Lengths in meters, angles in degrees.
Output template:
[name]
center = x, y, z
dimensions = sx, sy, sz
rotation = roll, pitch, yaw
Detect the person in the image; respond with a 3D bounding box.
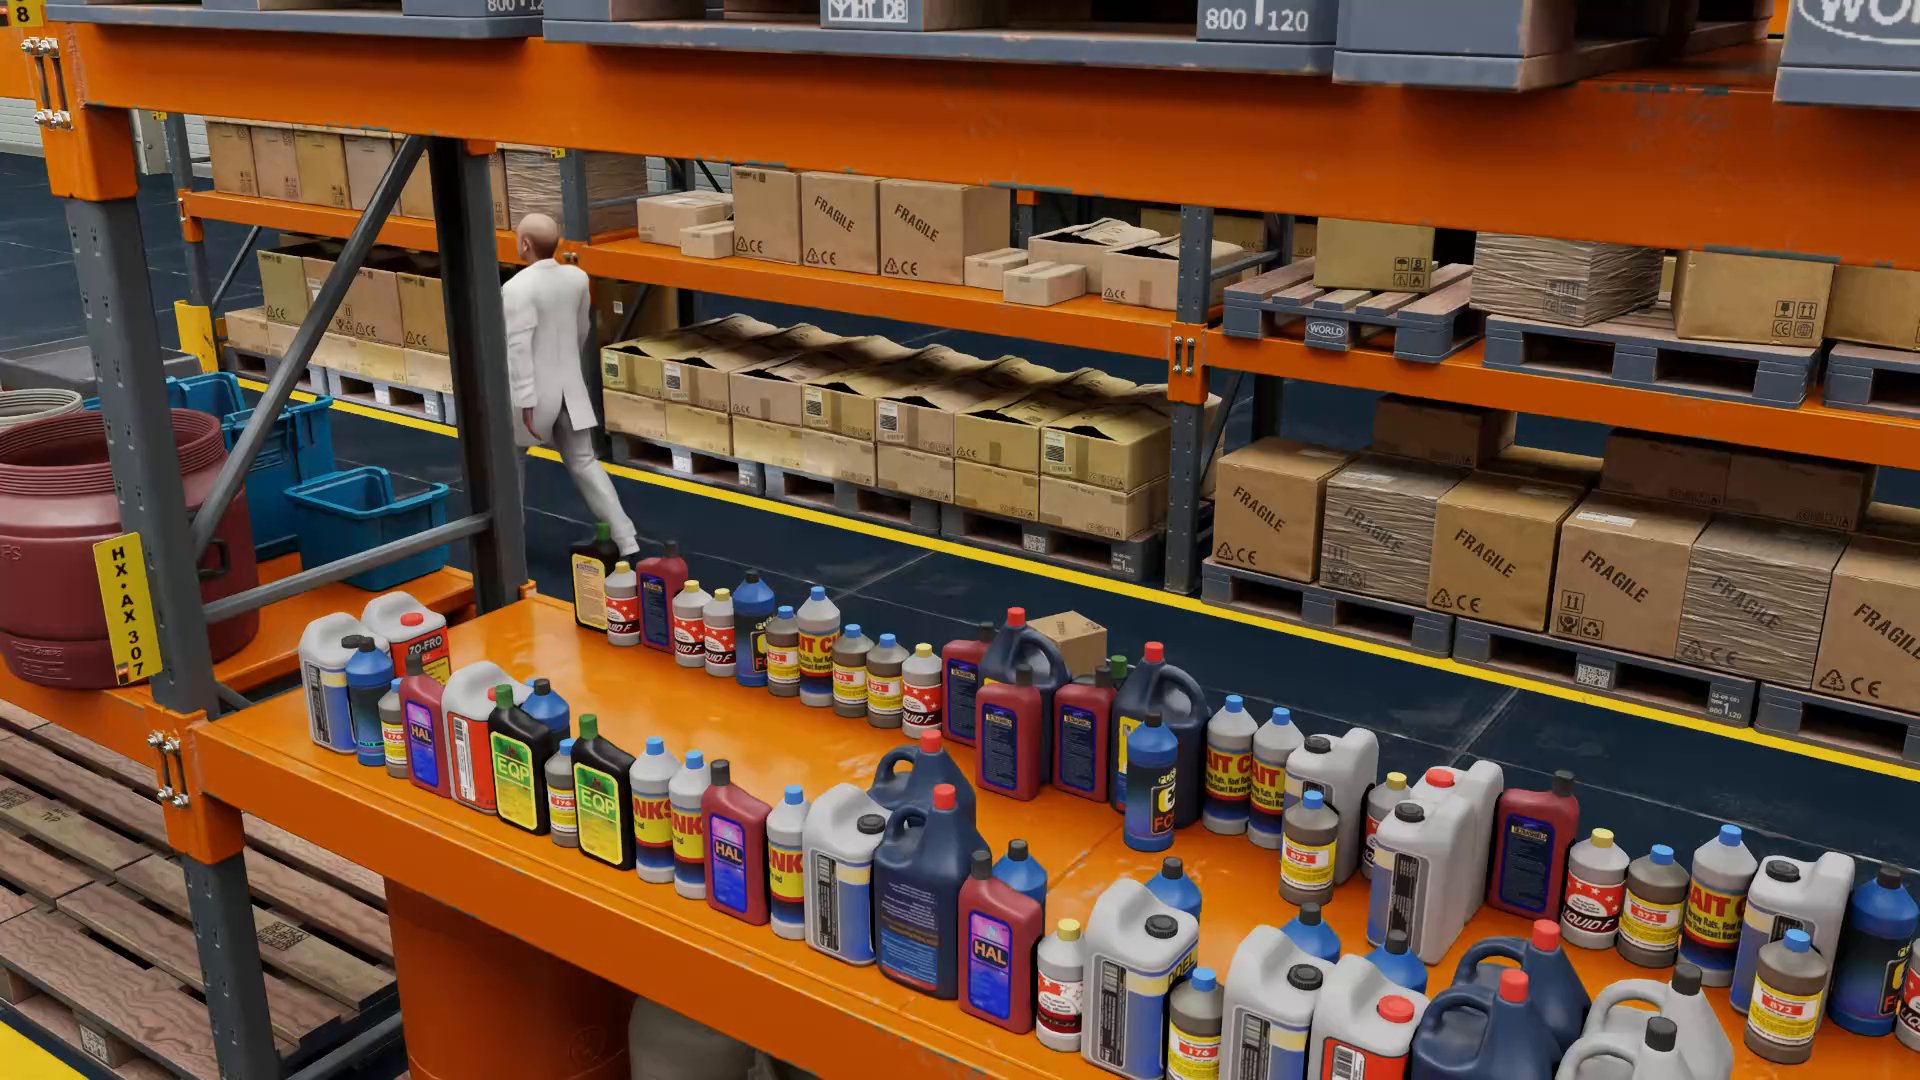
[person]
center = -2.060, -0.751, 8.213
dimensions = 1.102, 1.731, 0.573
rotation = 15, 25, 37
